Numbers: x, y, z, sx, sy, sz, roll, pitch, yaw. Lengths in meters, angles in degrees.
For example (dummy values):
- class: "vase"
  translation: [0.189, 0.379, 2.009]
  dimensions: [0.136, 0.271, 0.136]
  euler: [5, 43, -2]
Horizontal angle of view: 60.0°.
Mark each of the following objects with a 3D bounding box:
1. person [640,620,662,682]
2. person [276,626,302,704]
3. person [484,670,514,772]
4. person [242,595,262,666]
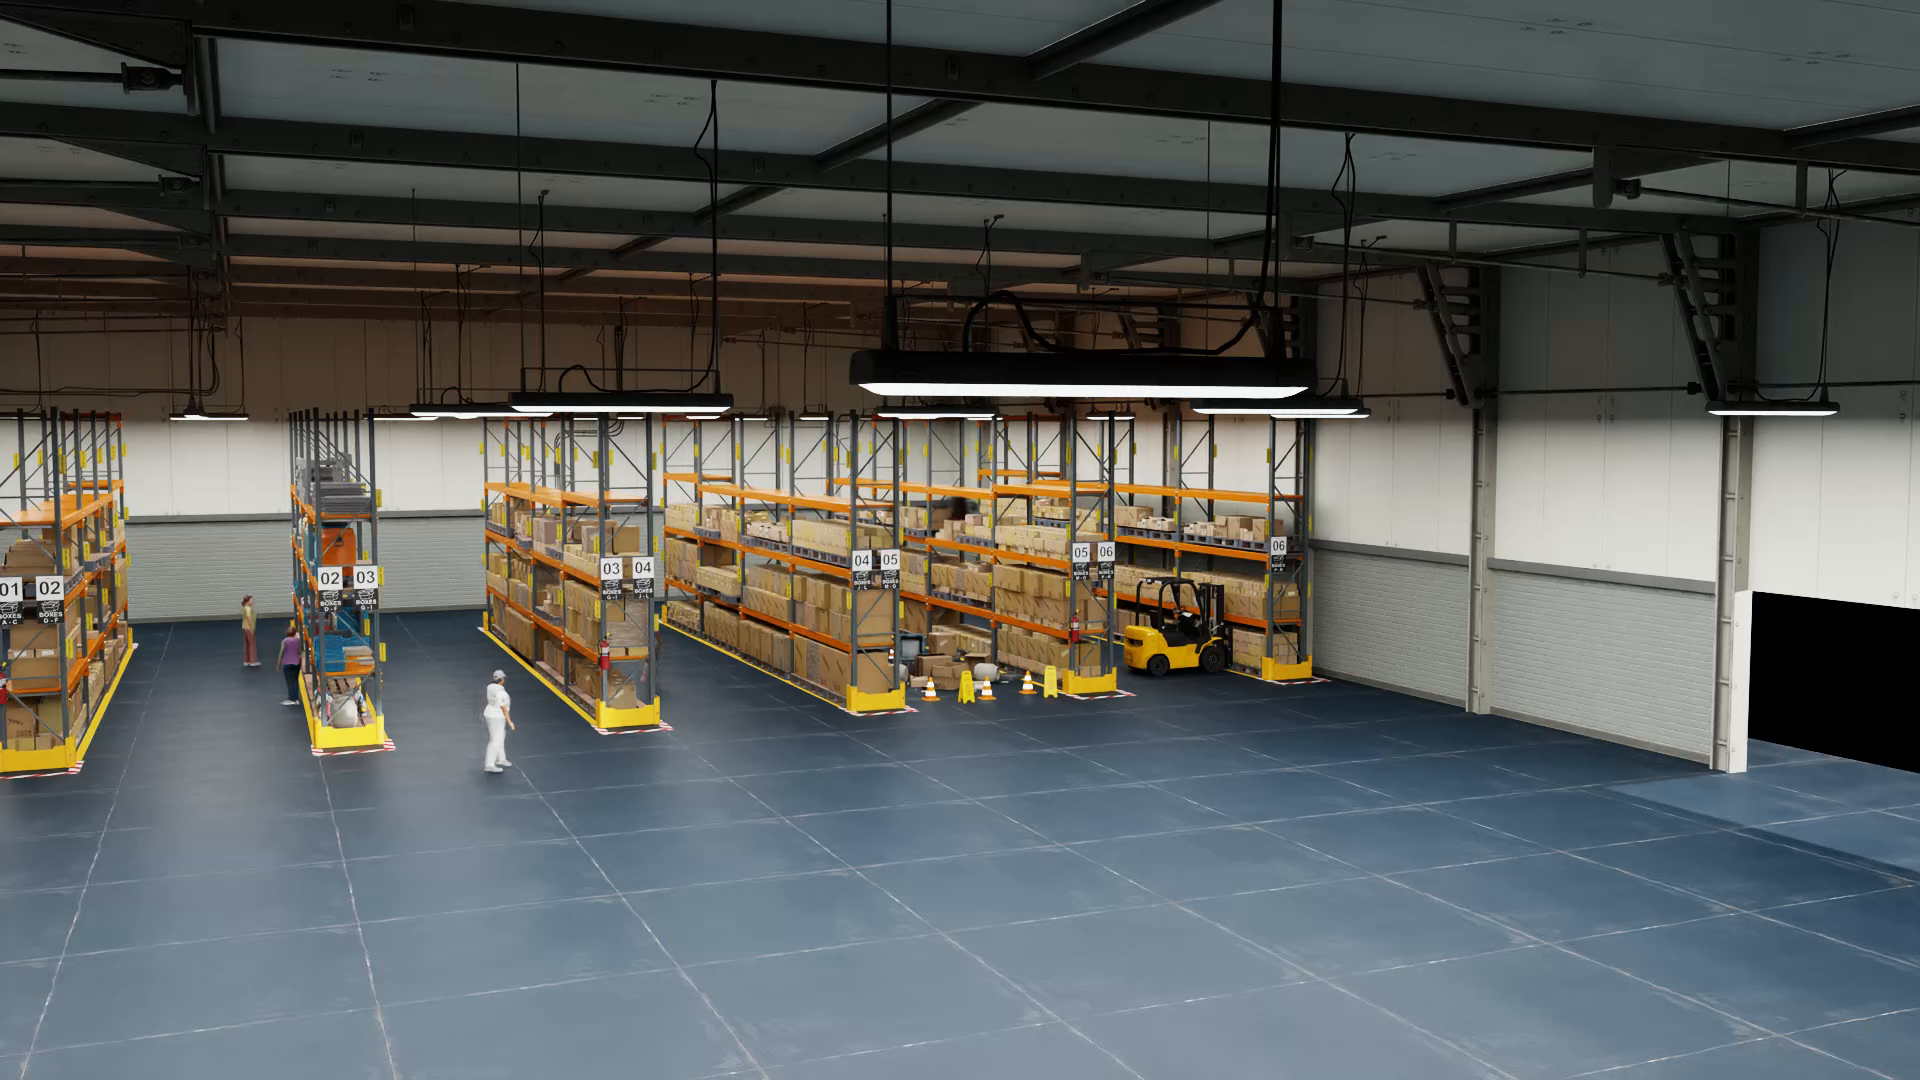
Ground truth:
- class: "person"
  translation: [-6.794, 2.322, 36.602]
  dimensions: [0.484, 1.646, 0.507]
  euler: [1, 4, 9]
- class: "person"
  translation: [-13.621, 2.565, 33.807]
  dimensions: [0.361, 1.630, 0.520]
  euler: [4, 6, 44]
- class: "person"
  translation: [-7.641, 2.982, 27.511]
  dimensions: [0.559, 1.685, 0.691]
  euler: [-2, 4, -26]
- class: "person"
  translation: [-16.722, 2.128, 39.239]
  dimensions: [0.395, 1.673, 0.504]
  euler: [-4, 5, -42]
